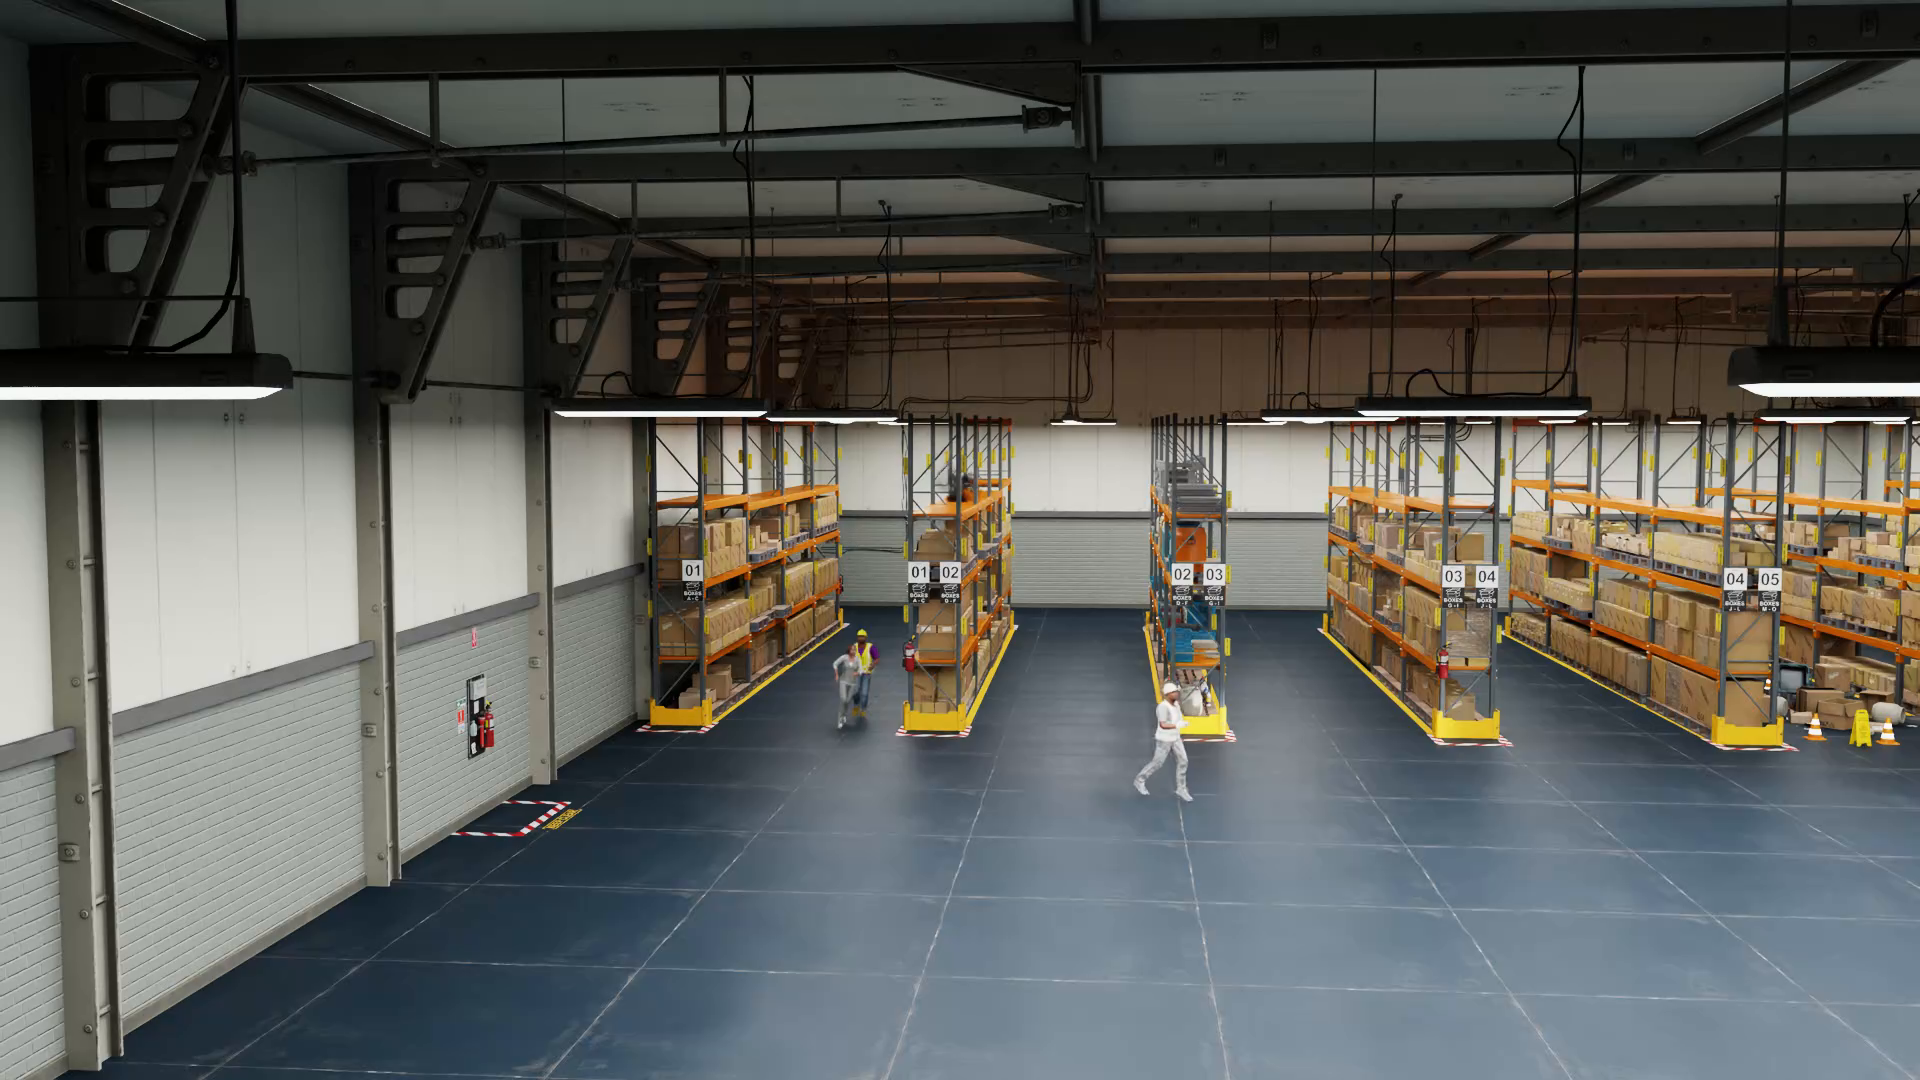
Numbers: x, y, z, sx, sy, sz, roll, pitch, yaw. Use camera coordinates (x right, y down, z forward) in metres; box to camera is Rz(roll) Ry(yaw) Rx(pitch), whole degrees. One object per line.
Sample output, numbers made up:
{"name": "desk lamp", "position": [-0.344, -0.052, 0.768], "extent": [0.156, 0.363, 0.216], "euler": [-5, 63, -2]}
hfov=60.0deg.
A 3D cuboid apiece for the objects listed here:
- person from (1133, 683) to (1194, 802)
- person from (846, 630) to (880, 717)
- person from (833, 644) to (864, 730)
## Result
{"name": "person", "position": [3.161, 3.102, 25.655], "extent": [0.938, 1.823, 0.696], "euler": [3, 5, 34]}
{"name": "person", "position": [-1.935, 2.639, 32.832], "extent": [0.701, 1.737, 0.628], "euler": [0, 4, -1]}
{"name": "person", "position": [-2.139, 2.797, 31.974], "extent": [0.555, 1.628, 0.720], "euler": [-1, 4, -16]}
